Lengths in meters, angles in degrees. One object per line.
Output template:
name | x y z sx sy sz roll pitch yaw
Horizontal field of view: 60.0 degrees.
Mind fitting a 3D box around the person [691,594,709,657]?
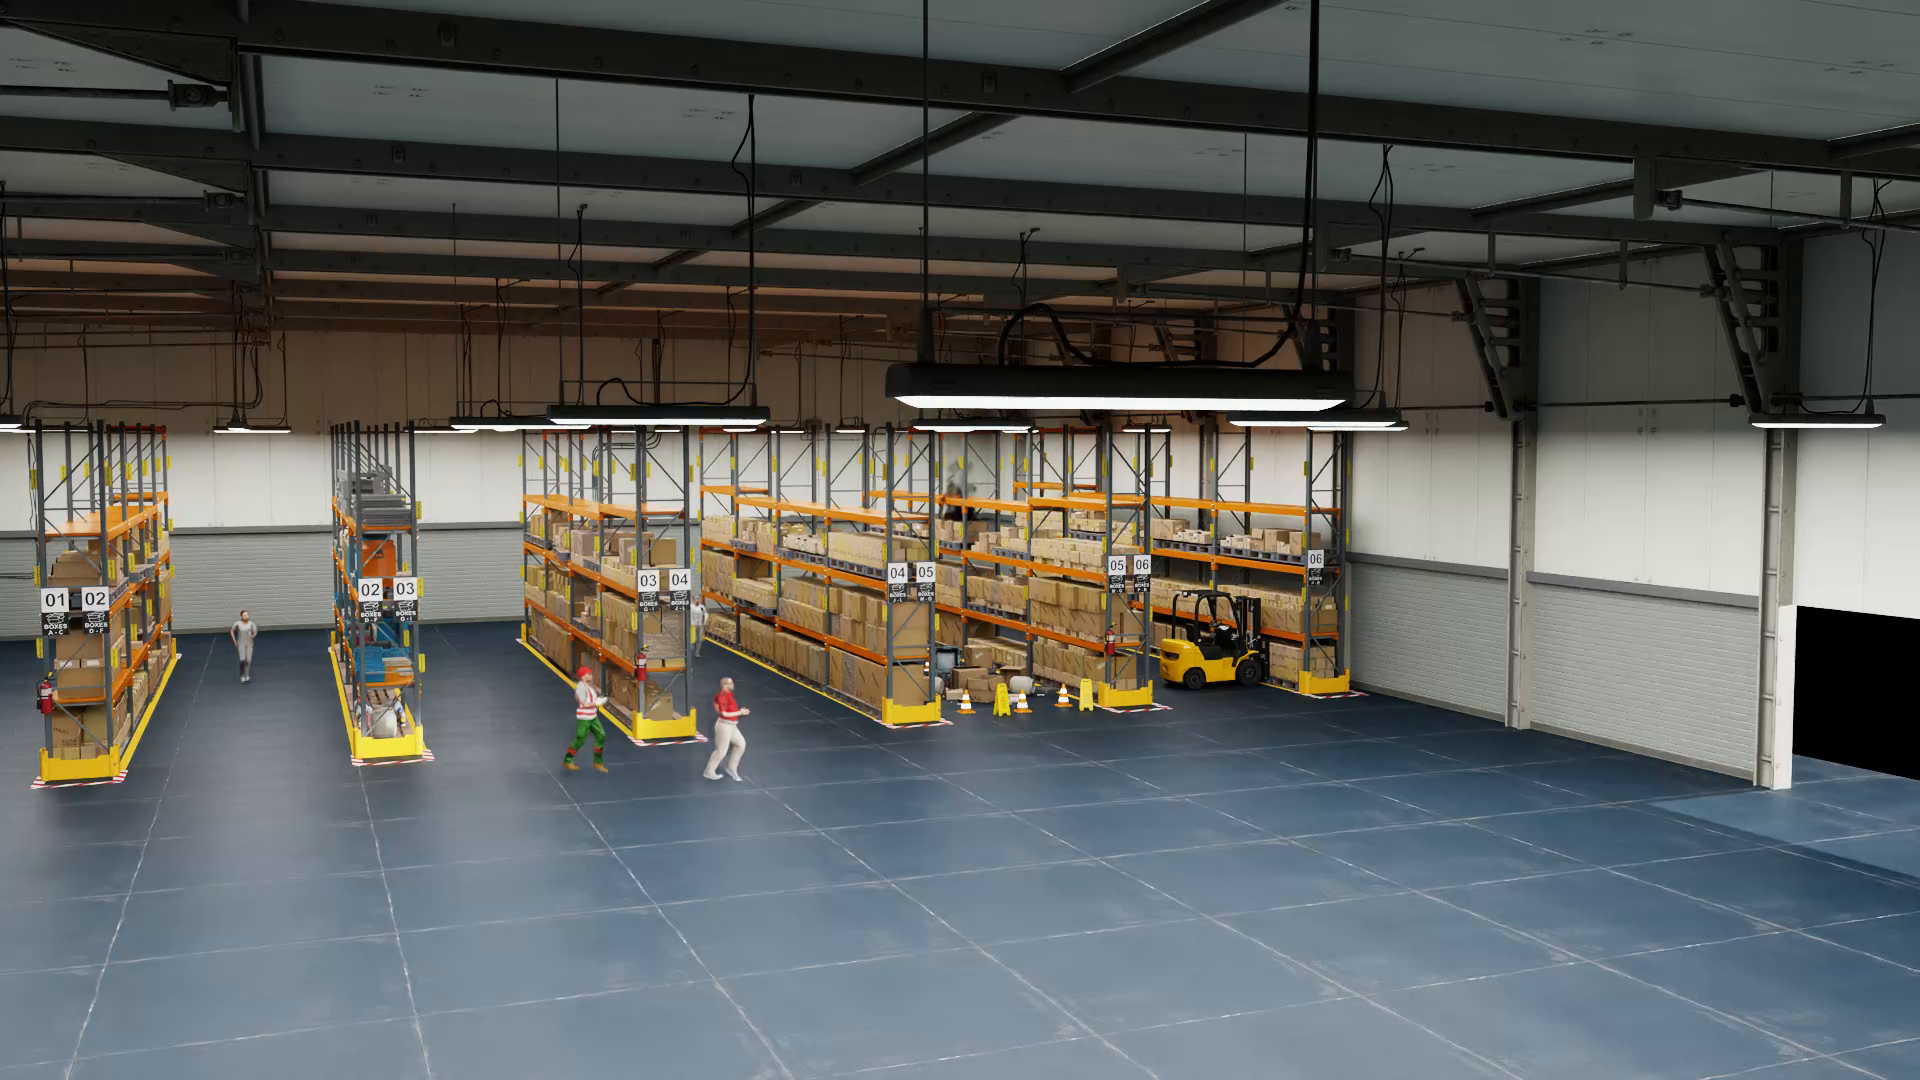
person | -6.809 2.213 43.113 0.631 1.646 0.544 -1 4 -22

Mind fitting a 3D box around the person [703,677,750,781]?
person | -3.850 3.157 27.548 0.801 1.772 0.611 0 4 5

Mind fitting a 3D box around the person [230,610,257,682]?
person | -16.677 2.485 38.776 0.563 1.695 0.587 -2 4 -32

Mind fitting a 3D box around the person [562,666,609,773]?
person | -6.347 3.058 28.206 0.799 1.845 0.648 0 4 5
